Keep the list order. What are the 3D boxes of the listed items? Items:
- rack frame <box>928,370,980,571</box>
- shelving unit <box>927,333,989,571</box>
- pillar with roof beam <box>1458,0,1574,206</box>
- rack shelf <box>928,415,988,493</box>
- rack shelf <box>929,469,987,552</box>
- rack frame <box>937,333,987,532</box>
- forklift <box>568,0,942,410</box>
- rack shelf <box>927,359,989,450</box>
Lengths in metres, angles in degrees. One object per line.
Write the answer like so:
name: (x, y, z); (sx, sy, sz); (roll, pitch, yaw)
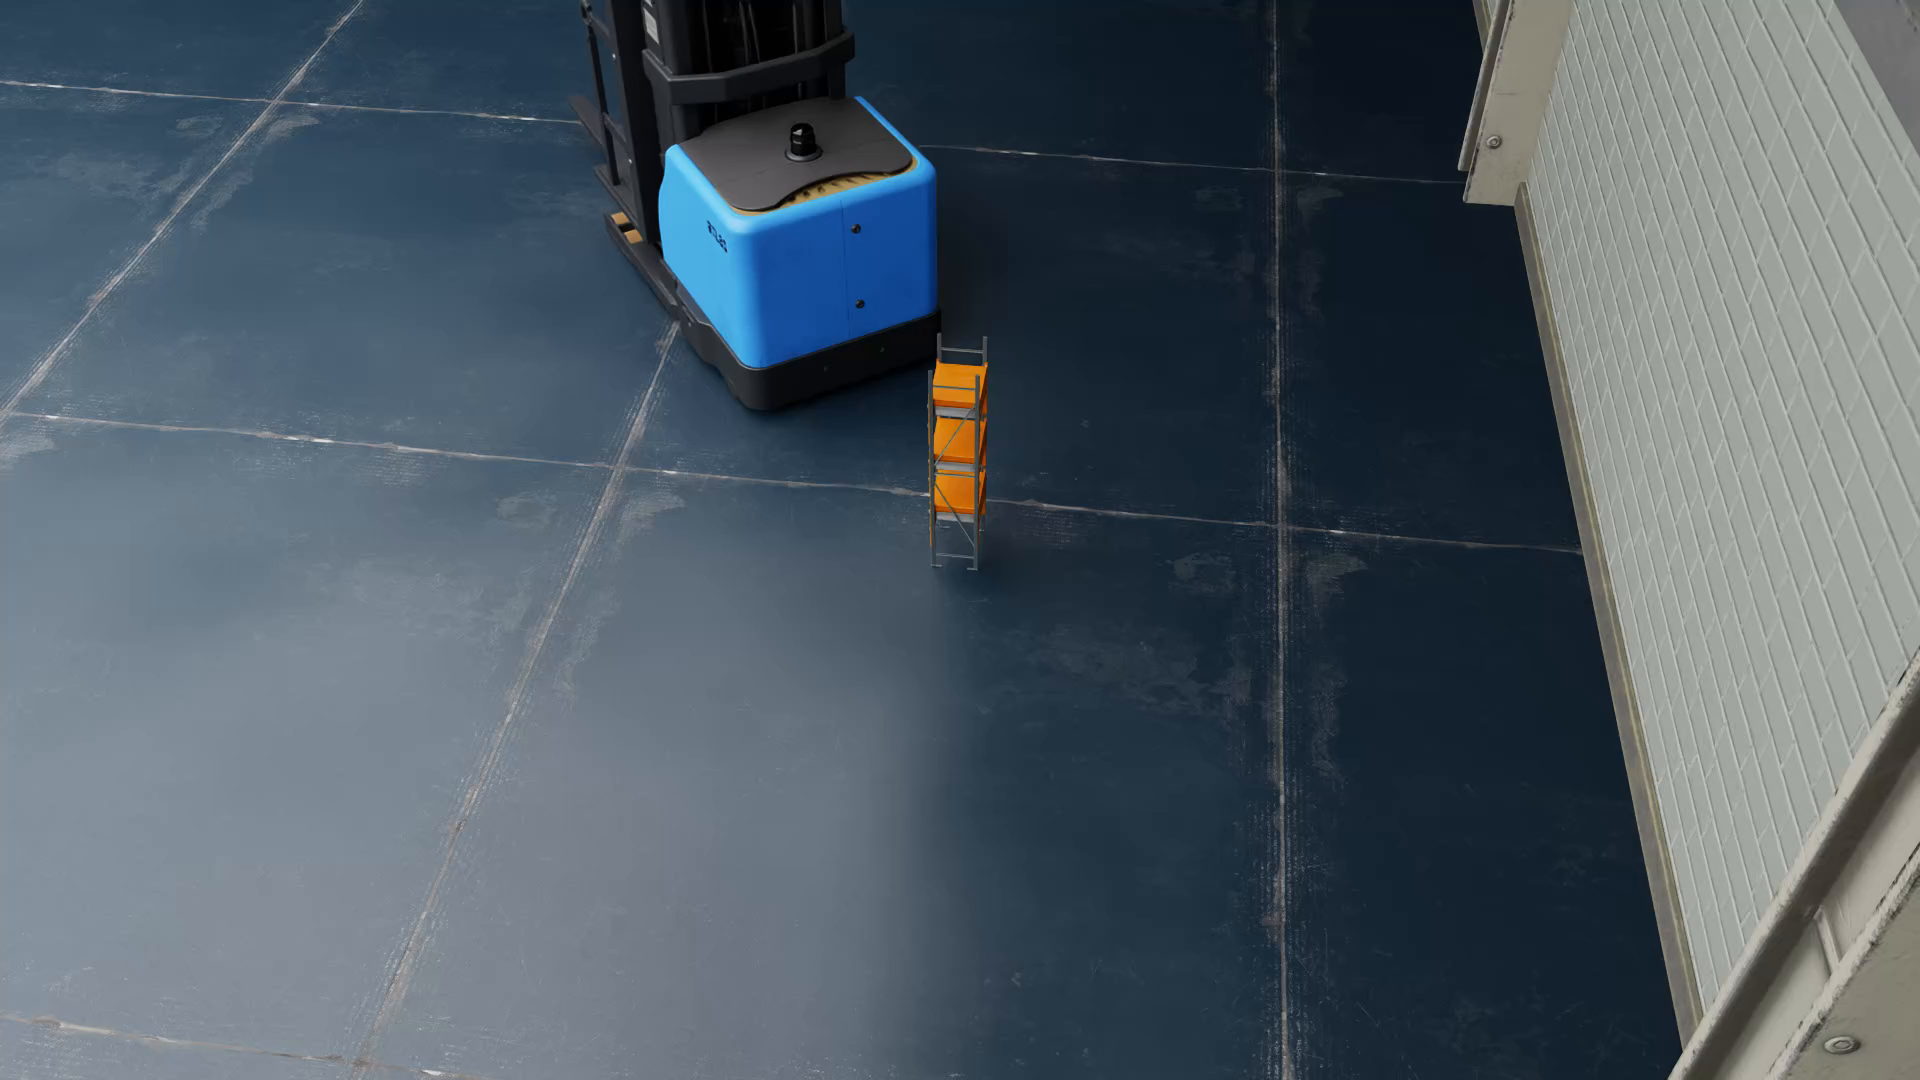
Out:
rack frame: (-0.023, -0.262, 6.763); (0.200, 1.050, 0.008); (5, 44, 6)
shelving unit: (-0.007, -0.345, 6.851); (0.215, 1.050, 0.252); (5, 44, 6)
pillar with roof beam: (-1.292, -5.655, 6.677); (9.100, 9.000, 0.400); (5, 44, 6)
rack shelf: (-0.007, -0.337, 6.858); (0.215, 0.259, 0.240); (5, 44, 6)
rack shelf: (-0.007, -0.135, 7.049); (0.215, 0.259, 0.240); (5, 44, 6)
rack frame: (0.009, -0.428, 6.938); (0.200, 1.050, 0.008); (5, 44, 6)
forklift: (-1.245, -2.677, 7.945); (1.130, 2.935, 3.031); (-21, 47, -21)
rack shelf: (-0.007, -0.543, 6.663); (0.215, 0.259, 0.240); (5, 44, 6)
